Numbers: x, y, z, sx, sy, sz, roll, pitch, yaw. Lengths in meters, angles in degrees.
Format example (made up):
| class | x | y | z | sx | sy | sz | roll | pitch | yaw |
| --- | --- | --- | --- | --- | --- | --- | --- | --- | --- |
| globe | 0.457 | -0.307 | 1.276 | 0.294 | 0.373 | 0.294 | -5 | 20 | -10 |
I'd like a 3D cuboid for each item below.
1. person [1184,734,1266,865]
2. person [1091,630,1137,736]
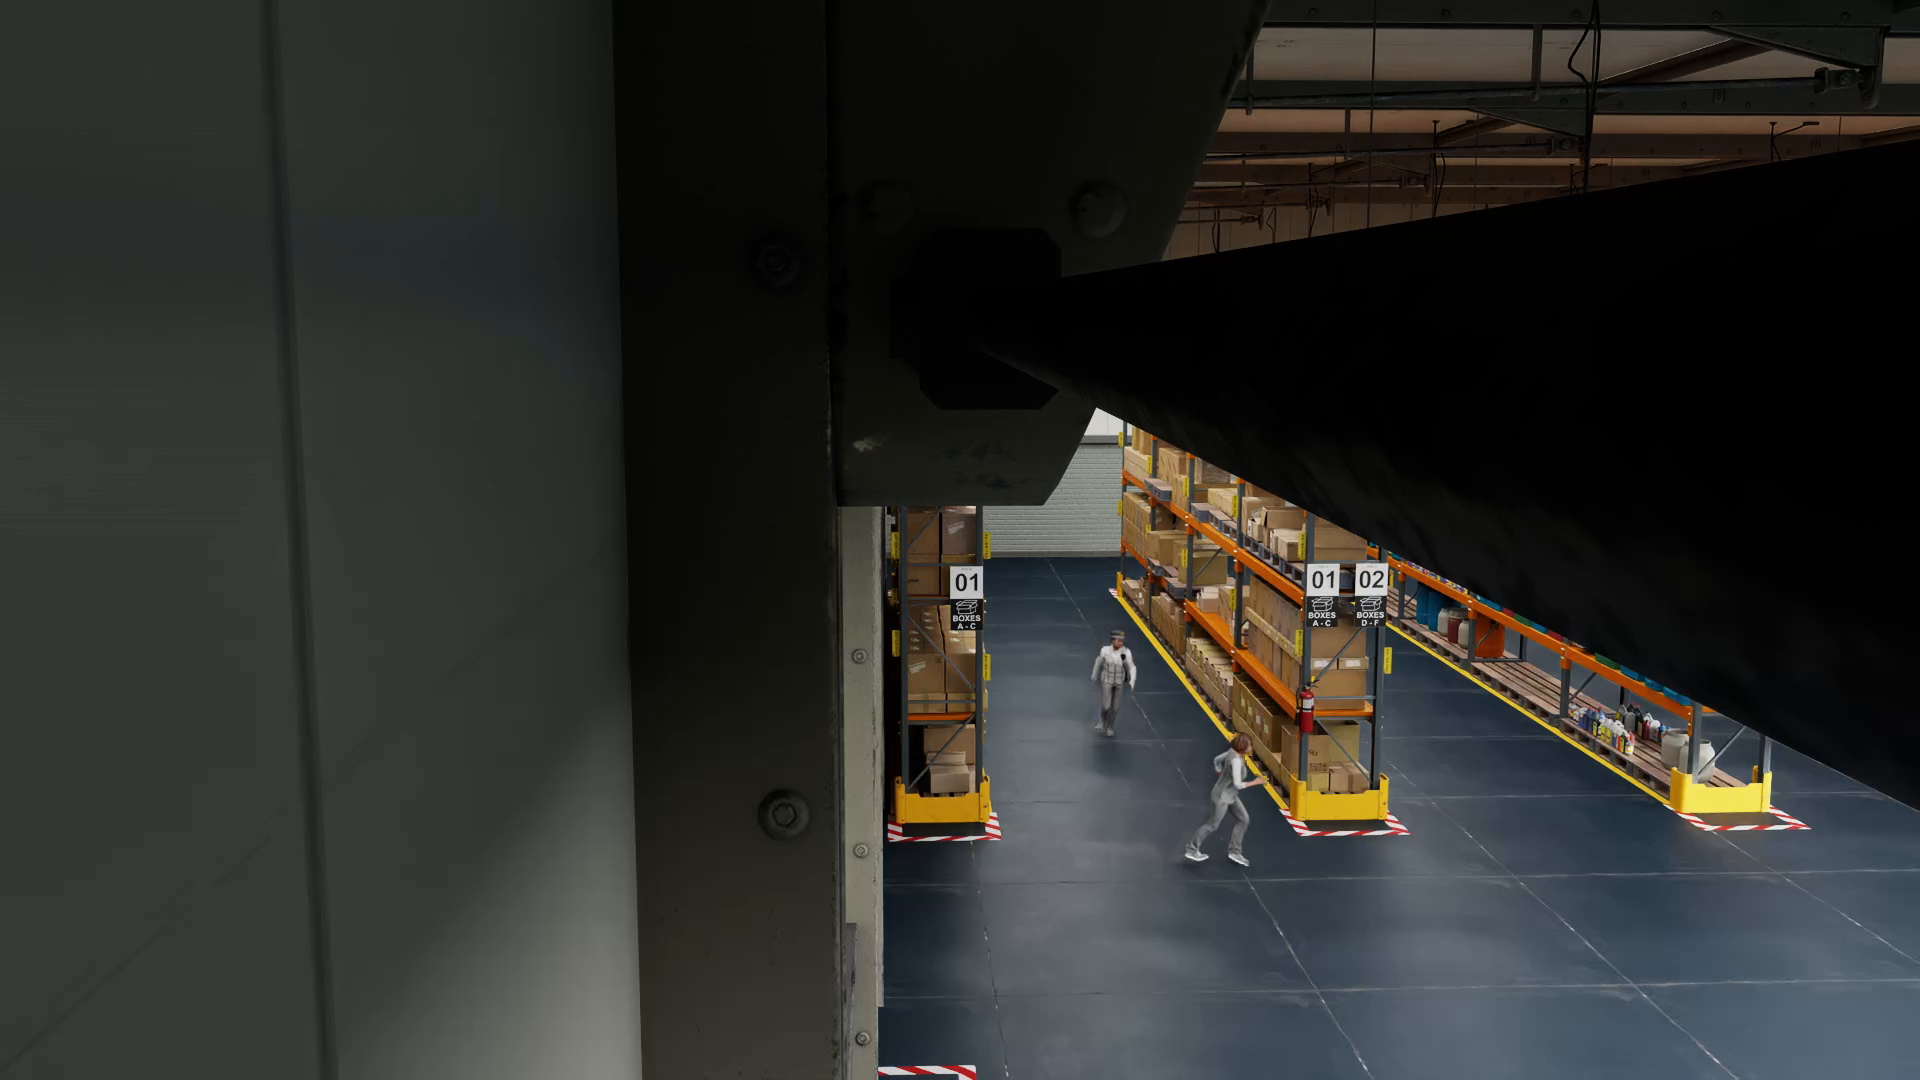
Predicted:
| class | x | y | z | sx | sy | sz | roll | pitch | yaw |
| --- | --- | --- | --- | --- | --- | --- | --- | --- | --- |
| person | 3.006 | 2.938 | 18.801 | 0.904 | 1.562 | 0.541 | 2 | 8 | 15 |
| person | 2.275 | 2.111 | 24.386 | 0.611 | 1.624 | 0.729 | 0 | 8 | -3 |
